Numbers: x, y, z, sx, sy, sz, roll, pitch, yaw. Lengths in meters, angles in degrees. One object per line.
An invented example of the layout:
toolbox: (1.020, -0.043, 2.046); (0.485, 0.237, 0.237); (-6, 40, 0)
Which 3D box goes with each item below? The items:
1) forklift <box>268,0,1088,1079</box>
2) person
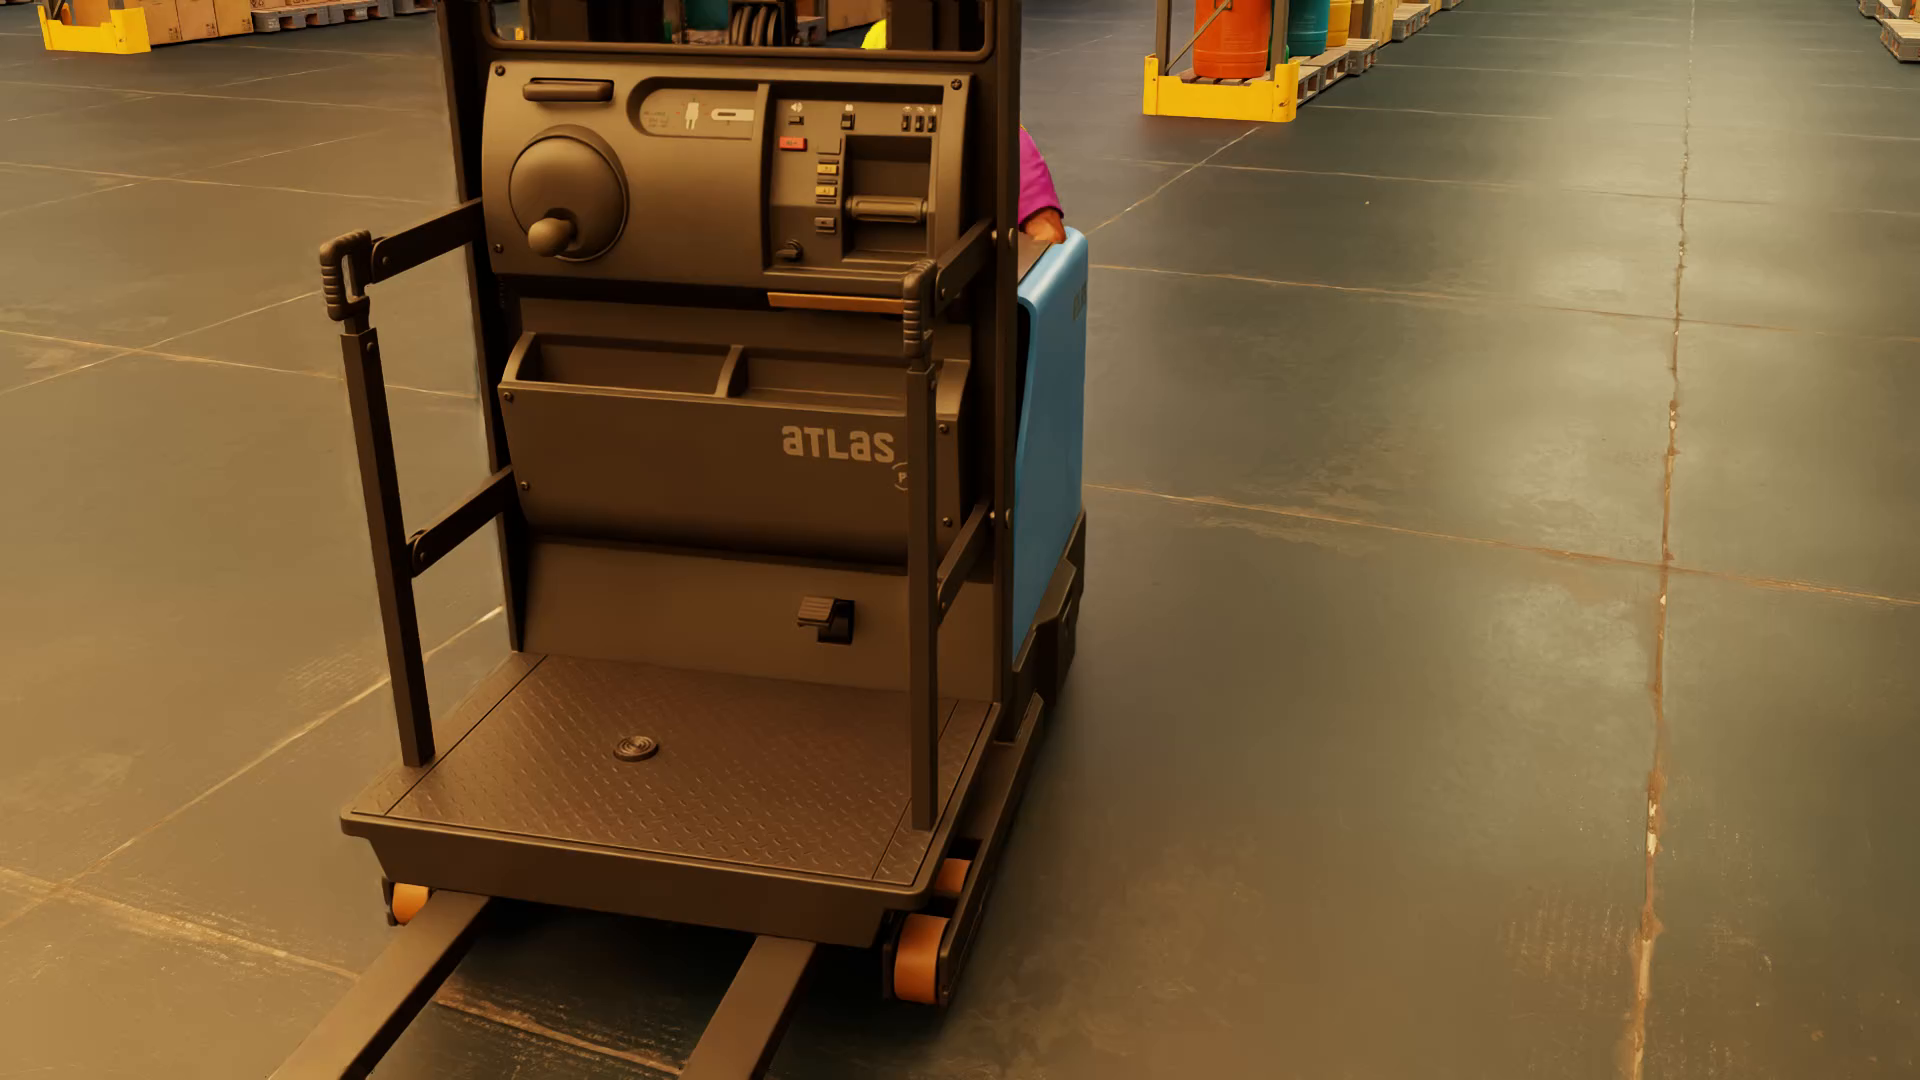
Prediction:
forklift: (-0.486, -0.659, 2.869); (1.130, 2.935, 3.031); (5, 23, 12)
person: (-0.184, -0.507, 4.265); (0.885, 1.592, 0.786); (20, 30, 39)
